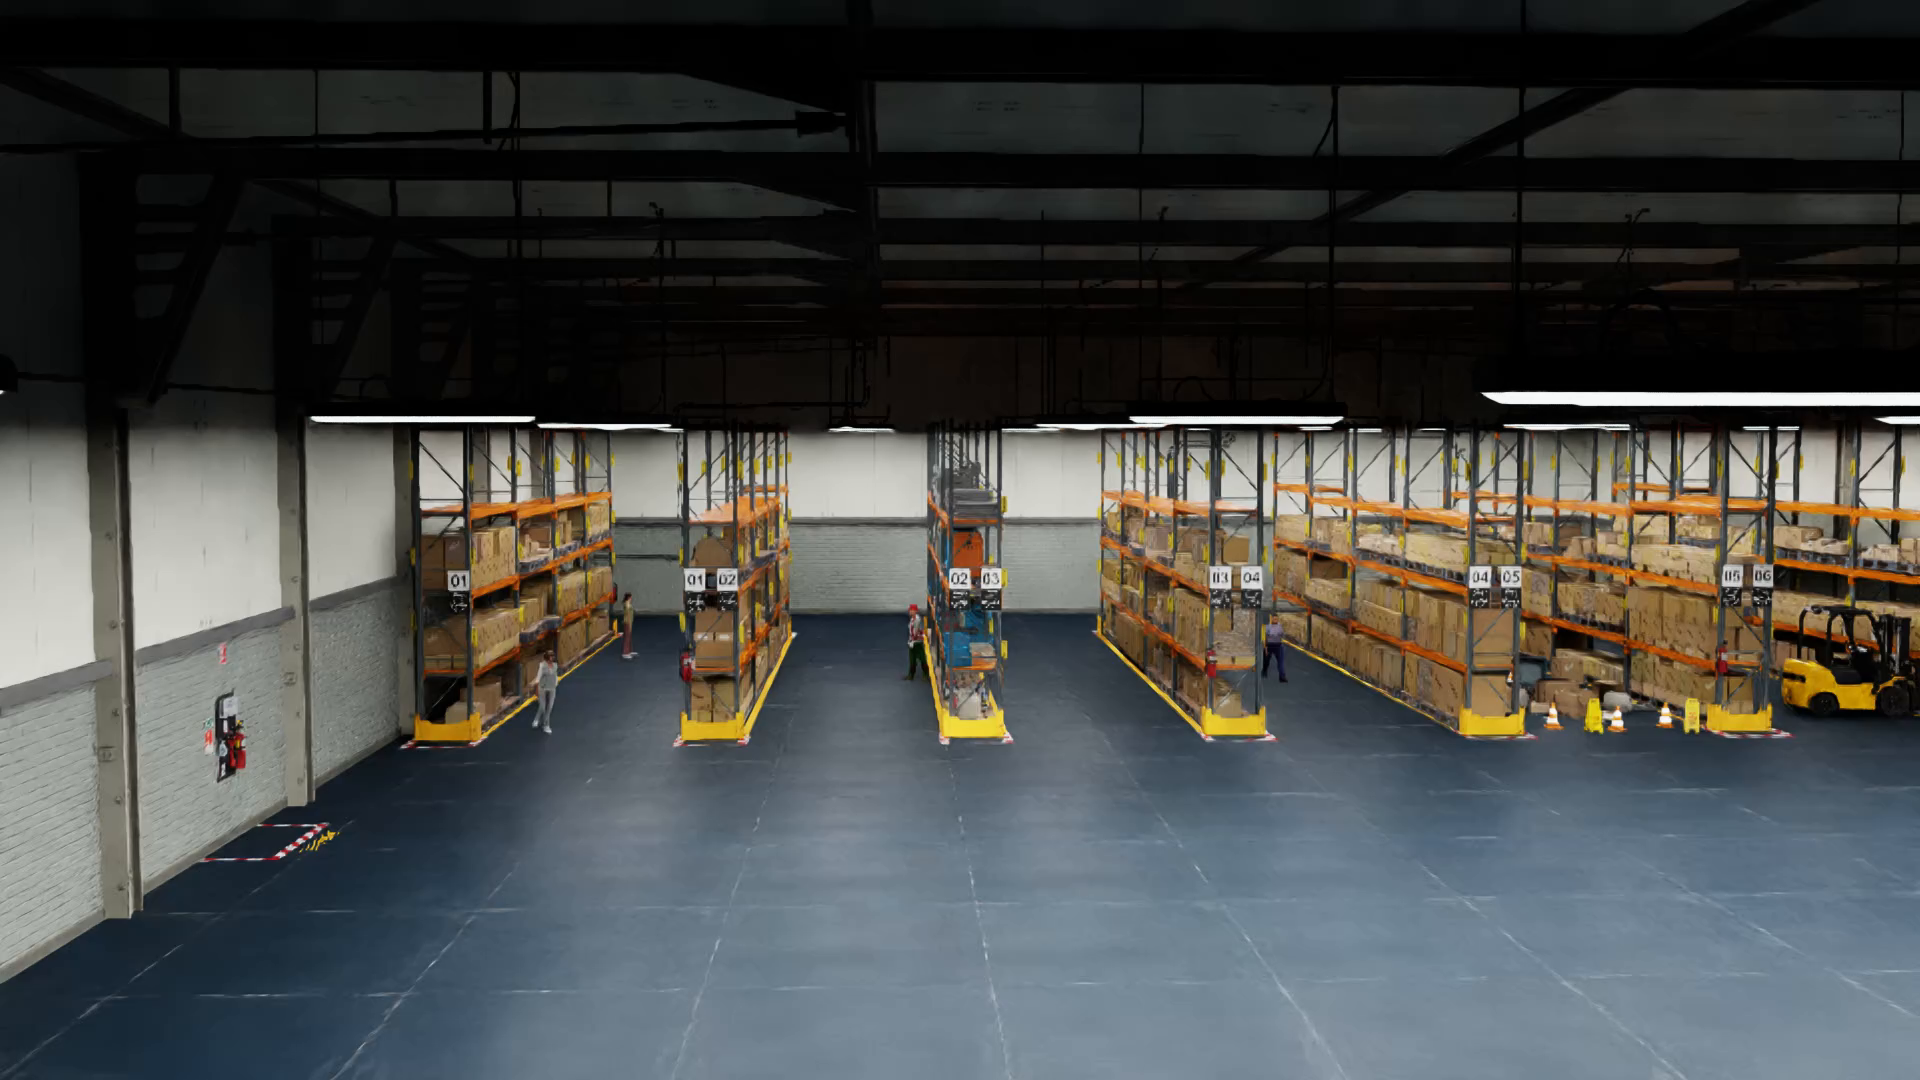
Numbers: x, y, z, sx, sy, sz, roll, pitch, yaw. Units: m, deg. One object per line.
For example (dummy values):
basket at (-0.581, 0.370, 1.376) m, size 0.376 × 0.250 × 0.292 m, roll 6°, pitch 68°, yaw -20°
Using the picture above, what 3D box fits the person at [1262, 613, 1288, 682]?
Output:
person at (7.240, 2.473, 38.457) m, size 0.481 × 1.542 × 1.091 m, roll 0°, pitch 4°, yaw -5°

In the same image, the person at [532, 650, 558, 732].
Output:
person at (-7.976, 2.890, 31.949) m, size 0.474 × 1.583 × 0.492 m, roll -3°, pitch 5°, yaw -41°

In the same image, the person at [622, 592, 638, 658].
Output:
person at (-8.426, 2.162, 42.437) m, size 0.458 × 1.661 × 0.534 m, roll -1°, pitch 4°, yaw -19°

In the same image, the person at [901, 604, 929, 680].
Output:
person at (-1.035, 2.361, 38.505) m, size 0.603 × 1.784 × 0.660 m, roll -1°, pitch 4°, yaw -18°
